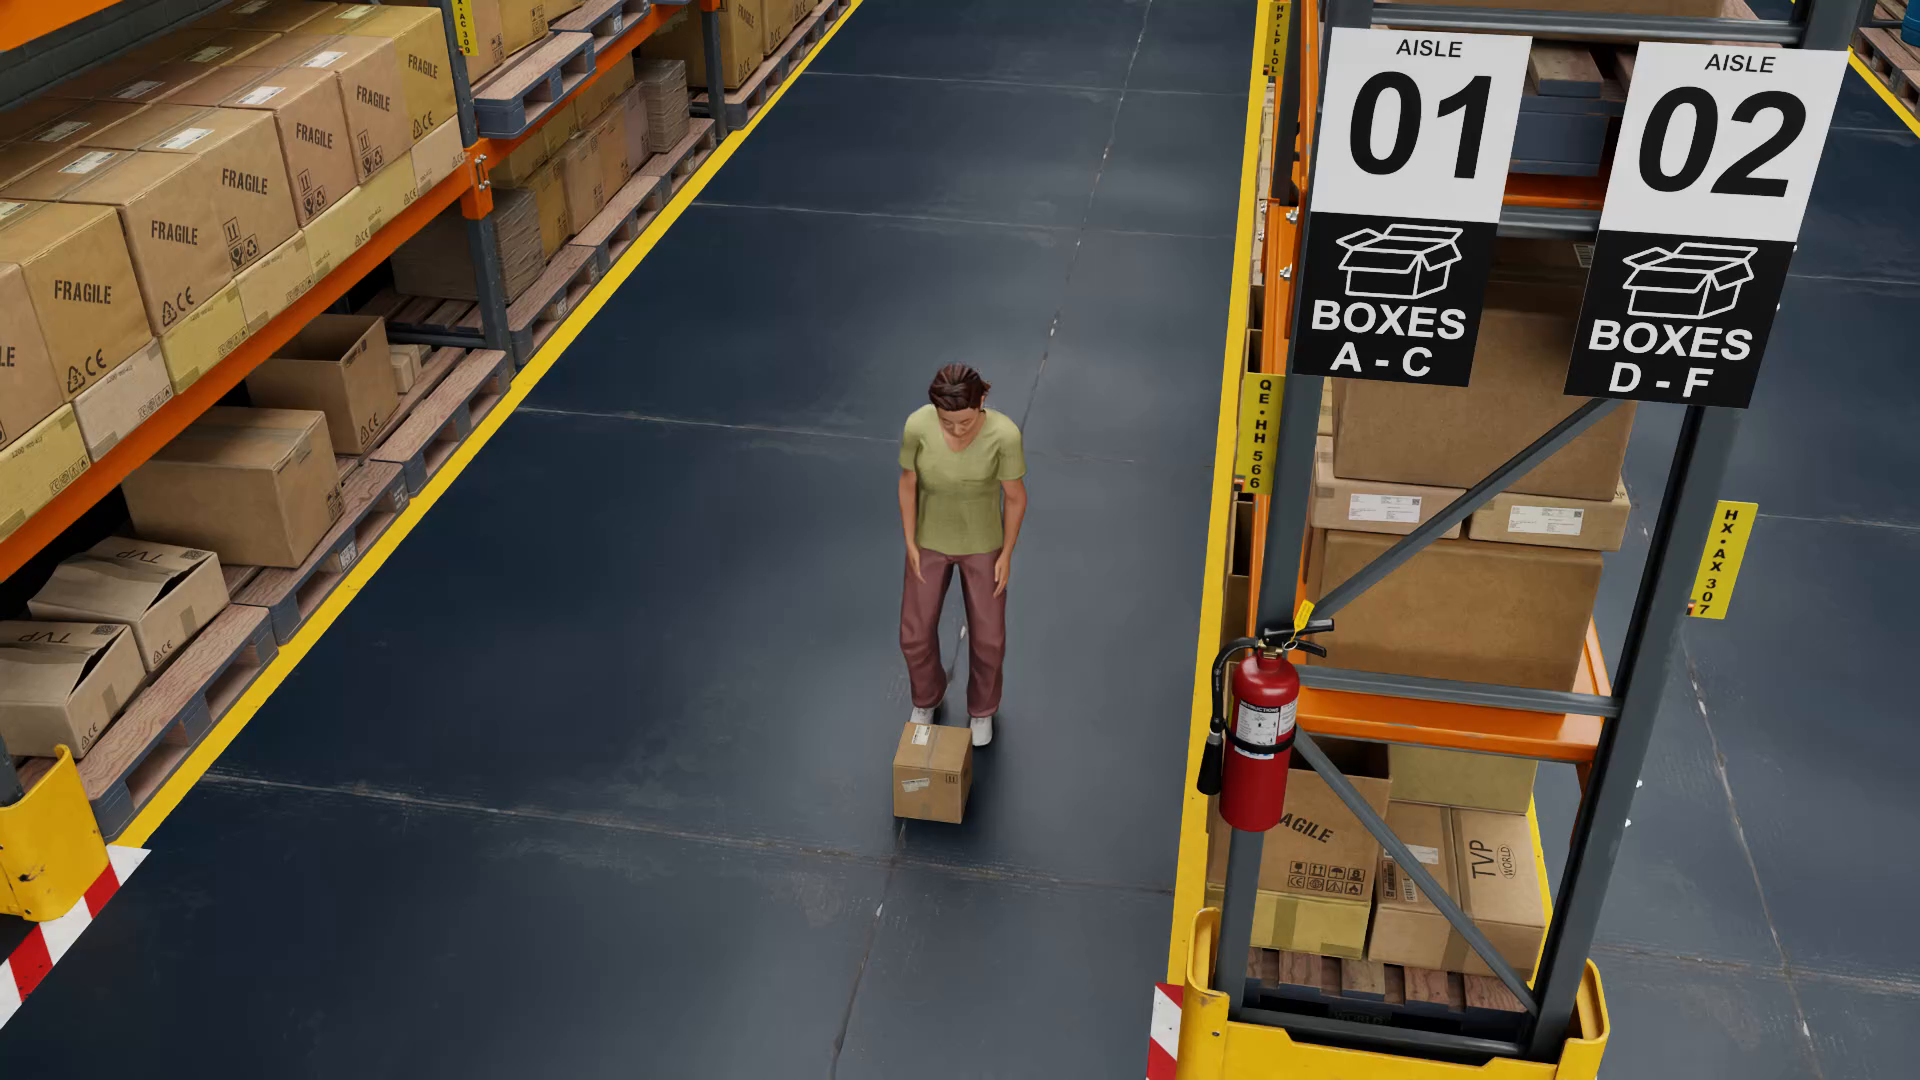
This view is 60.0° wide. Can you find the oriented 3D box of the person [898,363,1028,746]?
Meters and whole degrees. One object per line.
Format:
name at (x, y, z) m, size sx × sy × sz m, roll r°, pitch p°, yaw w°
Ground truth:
person at (0.005, 0.060, 6.153) m, size 0.474 × 1.569 × 0.406 m, roll 6°, pitch 33°, yaw 9°
